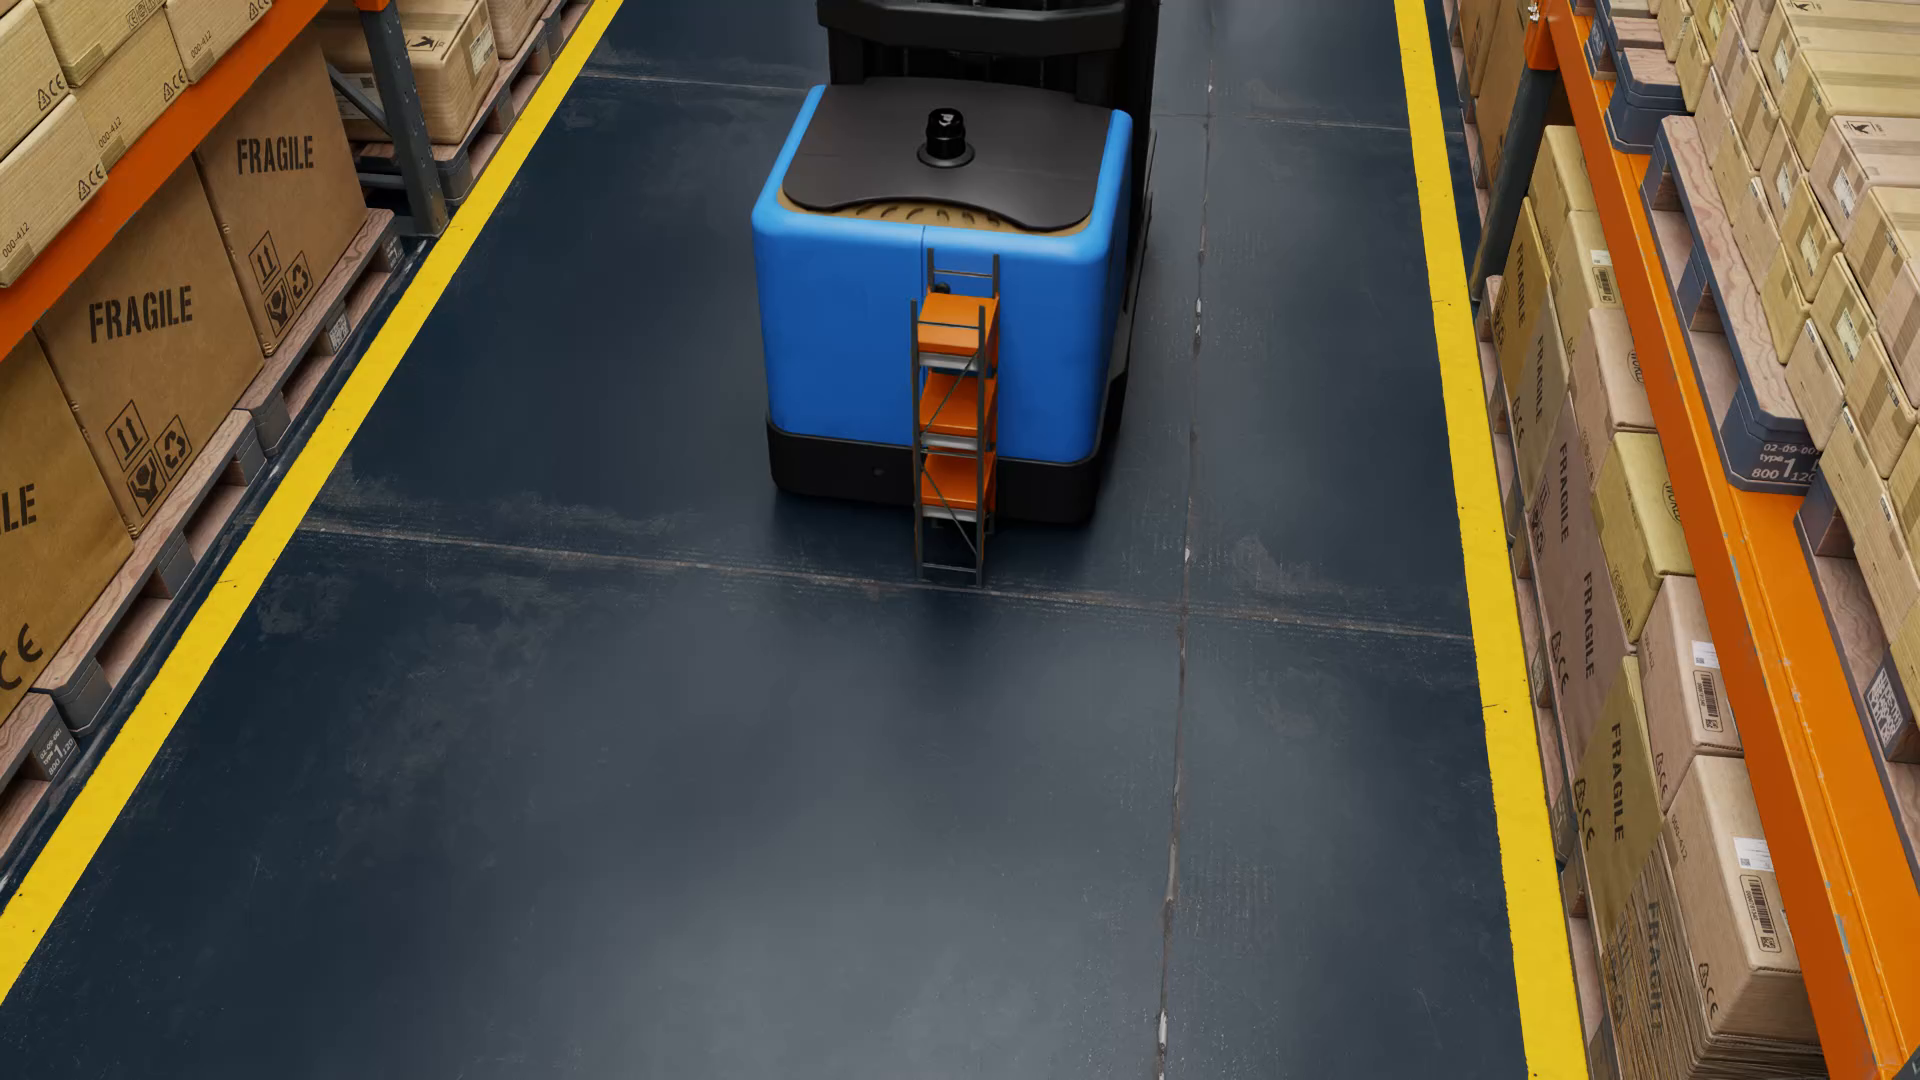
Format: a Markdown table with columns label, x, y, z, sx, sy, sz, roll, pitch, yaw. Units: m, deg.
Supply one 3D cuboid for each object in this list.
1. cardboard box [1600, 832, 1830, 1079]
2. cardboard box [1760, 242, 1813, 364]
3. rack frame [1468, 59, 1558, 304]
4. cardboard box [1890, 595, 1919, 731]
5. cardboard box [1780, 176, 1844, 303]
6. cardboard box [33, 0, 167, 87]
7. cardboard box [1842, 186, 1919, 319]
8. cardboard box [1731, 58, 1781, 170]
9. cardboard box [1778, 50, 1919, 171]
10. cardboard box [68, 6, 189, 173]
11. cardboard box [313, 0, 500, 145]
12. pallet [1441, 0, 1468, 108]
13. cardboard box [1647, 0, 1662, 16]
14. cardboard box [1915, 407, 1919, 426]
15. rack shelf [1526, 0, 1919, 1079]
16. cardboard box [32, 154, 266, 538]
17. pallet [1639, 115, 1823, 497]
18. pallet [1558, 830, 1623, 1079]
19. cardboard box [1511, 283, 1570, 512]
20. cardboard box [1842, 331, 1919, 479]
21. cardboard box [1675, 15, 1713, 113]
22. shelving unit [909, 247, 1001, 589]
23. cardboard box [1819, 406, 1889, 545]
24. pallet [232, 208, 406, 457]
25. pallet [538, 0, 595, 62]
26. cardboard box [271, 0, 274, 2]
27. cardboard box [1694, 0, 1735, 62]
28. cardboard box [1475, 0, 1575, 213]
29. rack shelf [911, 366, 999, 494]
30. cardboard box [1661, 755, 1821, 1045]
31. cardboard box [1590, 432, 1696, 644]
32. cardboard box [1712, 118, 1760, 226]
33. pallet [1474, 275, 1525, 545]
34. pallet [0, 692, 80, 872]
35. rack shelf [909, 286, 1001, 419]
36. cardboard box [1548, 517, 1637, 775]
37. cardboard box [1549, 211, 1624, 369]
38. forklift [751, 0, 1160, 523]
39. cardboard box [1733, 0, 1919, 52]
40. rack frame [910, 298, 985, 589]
| label | x | y | z | sx | sy | sz | roll | pitch | yaw |
| --- | --- | --- | --- | --- | --- | --- | --- | --- | --- |
| cardboard box | 1.722 | 0.989 | 3.536 | 0.500 | 0.500 | 0.500 | 4 | 44 | 5 |
| cardboard box | 1.899 | -0.476 | 3.449 | 0.380 | 0.149 | 0.250 | 7 | 44 | 7 |
| rack frame | 2.403 | -1.964 | 5.143 | 1.000 | 3.000 | 0.127 | 5 | 44 | 6 |
| cardboard box | 1.764 | 0.235 | 2.698 | 0.380 | 0.149 | 0.250 | 5 | 44 | 6 |
| cardboard box | 1.901 | -0.596 | 3.358 | 0.380 | 0.149 | 0.250 | 5 | 44 | 6 |
| cardboard box | -2.441 | -1.419 | 4.312 | 0.500 | 0.250 | 0.500 | 4 | 44 | 4 |
| cardboard box | 1.875 | -0.512 | 3.054 | 0.380 | 0.149 | 0.250 | 4 | 44 | 4 |
| cardboard box | 1.971 | -0.945 | 3.727 | 0.380 | 0.149 | 0.250 | 5 | 44 | 5 |
| cardboard box | 1.941 | -0.879 | 3.441 | 0.380 | 0.149 | 0.250 | 5 | 44 | 5 |
| cardboard box | -2.461 | -1.232 | 4.478 | 0.500 | 0.250 | 0.500 | 5 | 44 | 5 |
| cardboard box | -2.433 | -1.928 | 6.710 | 0.950 | 0.372 | 0.625 | 3 | 43 | 3 |
| pallet | 2.745 | -2.311 | 7.538 | 1.003 | 0.211 | 1.213 | 5 | 44 | 6 |
| cardboard box | 2.108 | -1.556 | 4.589 | 0.380 | 0.149 | 0.250 | 7 | 44 | 8 |
| cardboard box | 1.804 | -0.166 | 2.688 | 0.380 | 0.149 | 0.250 | 4 | 44 | 4 |
| rack shelf | 2.138 | -0.340 | 3.951 | 1.077 | 0.370 | 4.000 | 5 | 44 | 6 |
| cardboard box | -2.813 | -0.656 | 5.001 | 0.875 | 0.875 | 0.875 | 6 | 44 | 6 |
| pallet | 2.182 | -0.542 | 3.780 | 1.003 | 0.211 | 1.213 | 5 | 44 | 6 |
| pallet | 1.975 | 1.243 | 3.783 | 1.003 | 0.211 | 1.213 | 5 | 44 | 6 |
| cardboard box | 1.993 | -0.407 | 5.011 | 0.500 | 0.500 | 0.500 | 6 | 44 | 6 |
| cardboard box | 1.832 | -0.232 | 2.974 | 0.380 | 0.149 | 0.250 | 4 | 44 | 4 |
| cardboard box | 2.039 | -1.188 | 4.201 | 0.380 | 0.149 | 0.250 | 7 | 44 | 7 |
| shelving unit | -0.012 | -0.327 | 4.832 | 0.215 | 1.050 | 0.252 | 7 | 44 | 7 |
| cardboard box | 1.832 | -0.106 | 3.057 | 0.380 | 0.149 | 0.250 | 3 | 44 | 3 |
| pallet | -2.696 | -0.803 | 5.944 | 1.003 | 0.211 | 1.213 | 5 | 44 | 6 |
| pallet | -2.249 | -2.694 | 7.942 | 1.003 | 0.211 | 1.213 | 5 | 44 | 6 |
| cardboard box | -2.327 | -1.923 | 5.208 | 0.500 | 0.250 | 0.500 | 4 | 44 | 4 |
| cardboard box | 2.041 | -1.283 | 4.085 | 0.380 | 0.149 | 0.250 | 5 | 44 | 6 |
| cardboard box | 2.572 | -1.707 | 6.202 | 1.050 | 0.750 | 0.750 | 5 | 44 | 5 |
| rack shelf | -0.012 | -0.319 | 4.839 | 0.215 | 0.259 | 0.240 | 7 | 44 | 7 |
| cardboard box | 1.722 | 0.714 | 3.282 | 0.500 | 0.250 | 0.500 | 4 | 44 | 4 |
| cardboard box | 1.859 | 0.003 | 4.032 | 0.500 | 0.250 | 0.500 | 3 | 44 | 4 |
| cardboard box | 1.970 | -0.835 | 3.828 | 0.380 | 0.149 | 0.250 | 6 | 44 | 6 |
| pallet | 2.298 | -0.419 | 5.539 | 1.003 | 0.211 | 1.213 | 5 | 44 | 6 |
| pallet | -3.019 | 0.860 | 4.188 | 1.003 | 0.211 | 1.213 | 5 | 44 | 6 |
| rack shelf | -0.012 | -0.525 | 4.644 | 0.215 | 0.259 | 0.240 | 7 | 44 | 7 |
| cardboard box | 1.862 | 0.291 | 4.274 | 0.500 | 0.500 | 0.500 | 4 | 44 | 5 |
| cardboard box | 2.005 | -0.688 | 4.762 | 0.500 | 0.250 | 0.500 | 5 | 44 | 5 |
| forklift | 0.146 | -2.139 | 5.377 | 1.130 | 2.935 | 3.031 | 7 | 44 | 7 |
| cardboard box | 2.010 | -1.229 | 3.811 | 0.380 | 0.149 | 0.250 | 7 | 44 | 7 |
| rack frame | -0.032 | -0.244 | 4.744 | 0.200 | 1.050 | 0.008 | 7 | 44 | 7 |
